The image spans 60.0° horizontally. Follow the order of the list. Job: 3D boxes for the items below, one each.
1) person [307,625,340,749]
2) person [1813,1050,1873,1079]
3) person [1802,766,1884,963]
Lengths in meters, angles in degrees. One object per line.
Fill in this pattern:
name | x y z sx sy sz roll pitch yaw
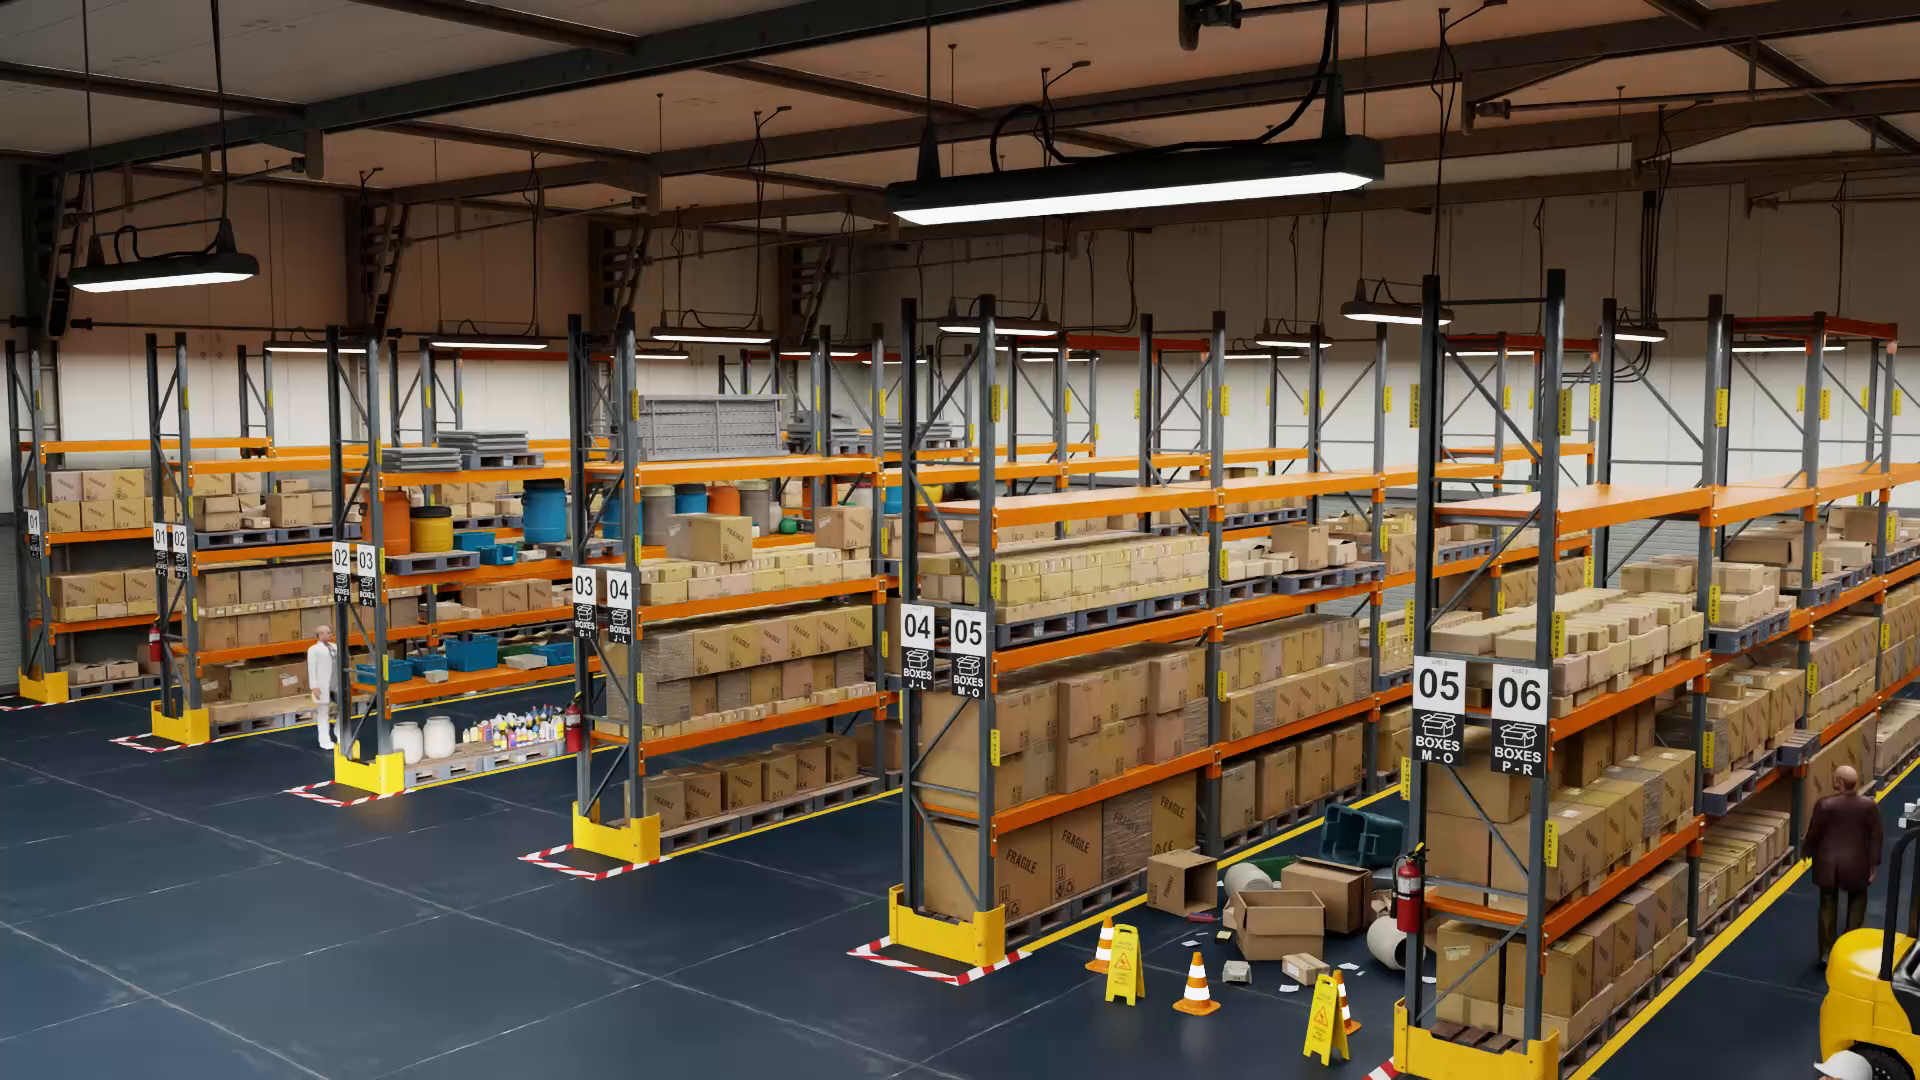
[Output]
person | -9.144 2.127 24.092 0.477 1.791 0.632 5 7 41
person | 4.493 3.497 8.556 0.385 1.792 0.599 1 5 13
person | 7.947 2.934 15.009 0.649 1.828 0.652 4 6 35
